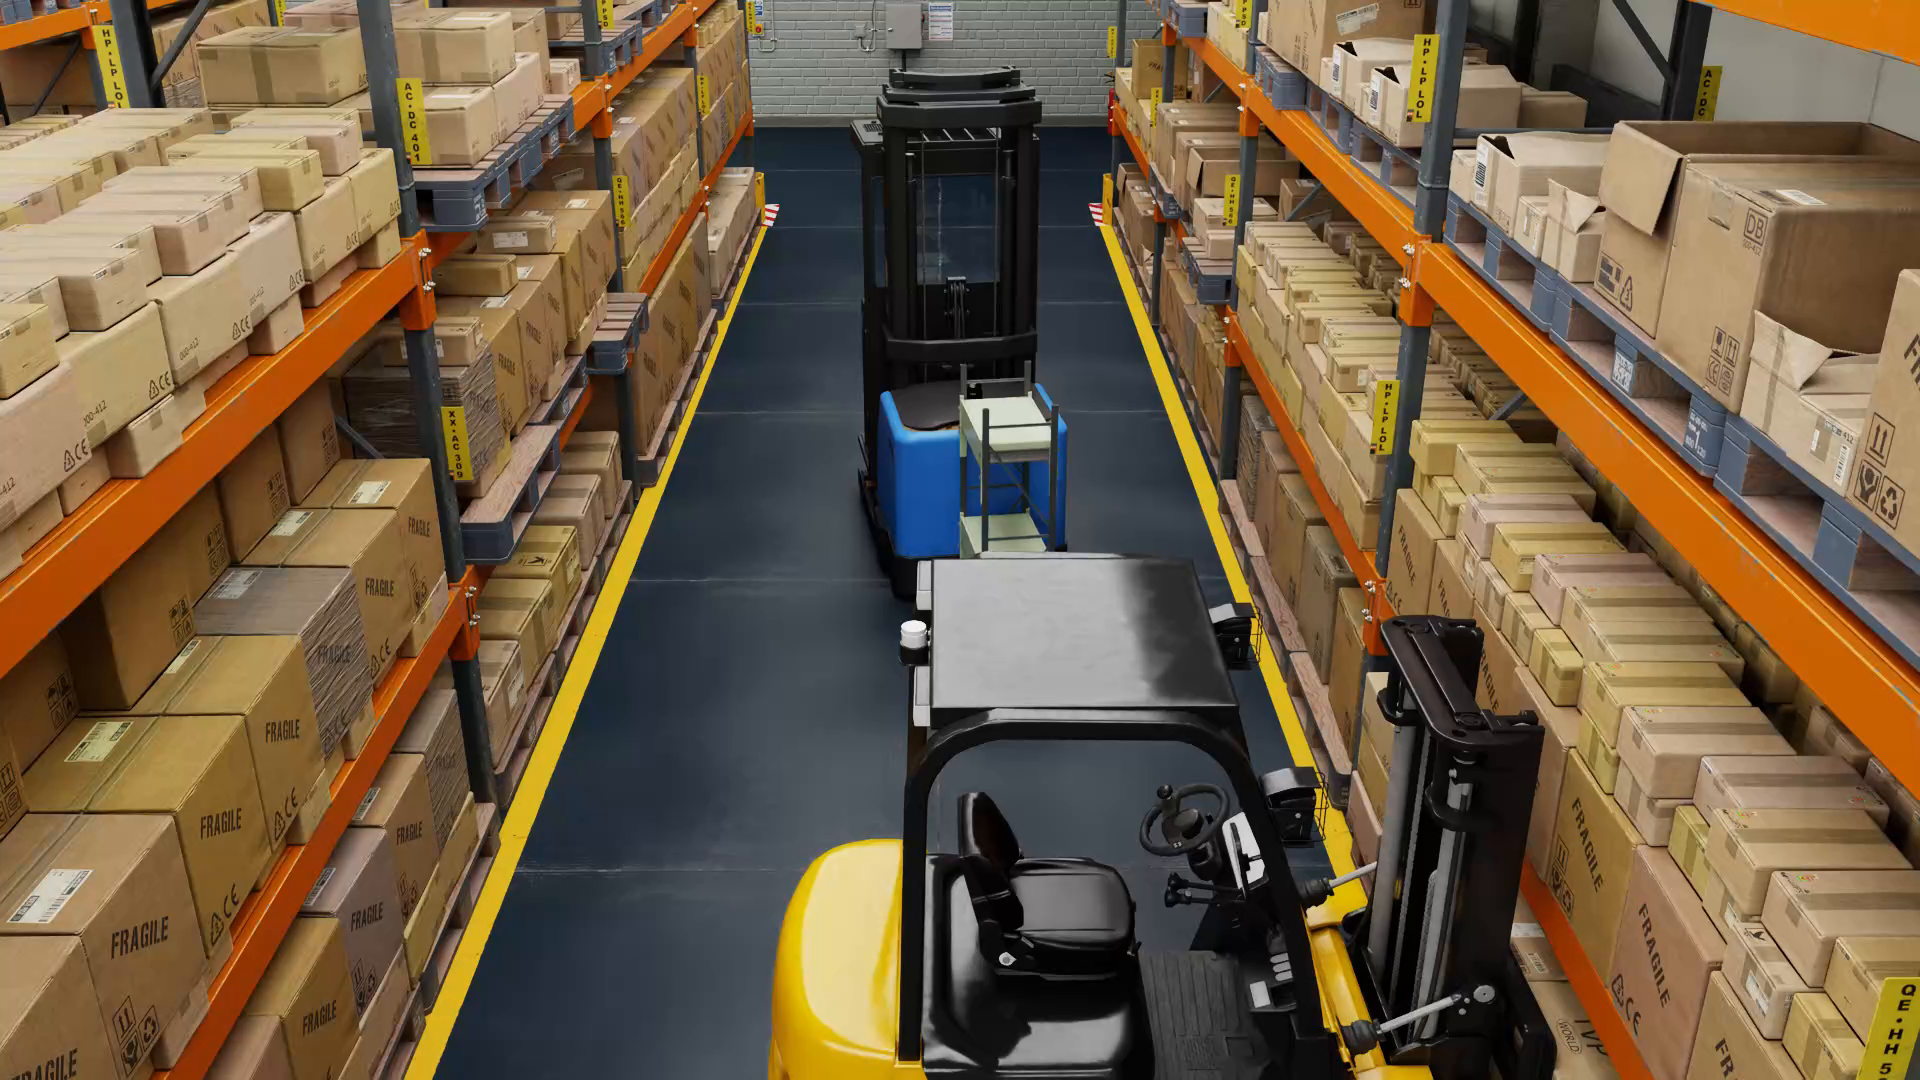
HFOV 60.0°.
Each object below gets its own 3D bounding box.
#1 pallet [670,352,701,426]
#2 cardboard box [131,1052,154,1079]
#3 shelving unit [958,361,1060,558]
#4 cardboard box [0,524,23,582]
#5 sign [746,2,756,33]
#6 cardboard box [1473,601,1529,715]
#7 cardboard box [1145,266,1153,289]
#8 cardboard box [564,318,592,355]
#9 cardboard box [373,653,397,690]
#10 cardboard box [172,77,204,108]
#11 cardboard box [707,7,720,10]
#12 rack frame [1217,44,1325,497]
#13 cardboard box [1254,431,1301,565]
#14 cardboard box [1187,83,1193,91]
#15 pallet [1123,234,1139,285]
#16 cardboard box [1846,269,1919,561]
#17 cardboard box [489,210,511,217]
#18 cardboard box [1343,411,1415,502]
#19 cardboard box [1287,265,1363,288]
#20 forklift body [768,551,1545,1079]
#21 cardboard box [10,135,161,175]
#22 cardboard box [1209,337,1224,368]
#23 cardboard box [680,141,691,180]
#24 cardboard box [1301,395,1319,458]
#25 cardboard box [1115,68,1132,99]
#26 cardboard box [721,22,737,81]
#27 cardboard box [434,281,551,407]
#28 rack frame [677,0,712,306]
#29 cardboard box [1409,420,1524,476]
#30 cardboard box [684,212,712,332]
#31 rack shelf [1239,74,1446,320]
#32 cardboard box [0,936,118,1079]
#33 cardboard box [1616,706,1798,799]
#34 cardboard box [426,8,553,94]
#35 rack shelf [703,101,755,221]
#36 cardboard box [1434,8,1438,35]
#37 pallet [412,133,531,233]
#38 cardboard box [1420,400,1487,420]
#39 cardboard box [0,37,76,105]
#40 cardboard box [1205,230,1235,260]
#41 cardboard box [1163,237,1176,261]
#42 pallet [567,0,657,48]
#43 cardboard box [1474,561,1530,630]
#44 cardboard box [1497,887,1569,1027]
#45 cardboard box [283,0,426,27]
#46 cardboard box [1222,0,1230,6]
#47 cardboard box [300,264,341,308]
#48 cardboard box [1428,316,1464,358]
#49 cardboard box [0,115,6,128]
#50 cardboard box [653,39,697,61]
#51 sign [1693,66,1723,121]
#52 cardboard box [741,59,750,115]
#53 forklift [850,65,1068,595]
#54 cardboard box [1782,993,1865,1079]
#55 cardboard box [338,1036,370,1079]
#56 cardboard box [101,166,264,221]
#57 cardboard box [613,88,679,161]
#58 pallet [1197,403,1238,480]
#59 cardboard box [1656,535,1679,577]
[{"bbox_3d":[-2.635,-1.206,13.160,1.003,0.211,1.213,0,24,-1],"label":"pallet"},{"bbox_3d":[-2.340,1.407,4.304,0.380,0.149,0.250,-1,24,-2],"label":"cardboard box"},{"bbox_3d":[0.257,-0.157,9.278,0.431,1.500,0.755,-4,25,-8],"label":"shelving unit"},{"bbox_3d":[-2.344,0.039,3.688,0.380,0.149,0.250,0,24,1],"label":"cardboard box"},{"bbox_3d":[-2.236,-5.578,17.751,0.100,0.325,0.005,0,24,-1],"label":"sign"},{"bbox_3d":[2.088,0.537,5.802,0.500,0.500,0.500,0,24,-1],"label":"cardboard box"},{"bbox_3d":[1.929,-2.442,15.460,0.380,0.149,0.250,-1,24,-2],"label":"cardboard box"},{"bbox_3d":[-2.318,-1.161,9.473,0.380,0.149,0.250,0,24,0],"label":"cardboard box"},{"bbox_3d":[-2.405,0.455,6.409,0.380,0.149,0.250,0,24,0],"label":"cardboard box"},{"bbox_3d":[-7.419,-4.032,15.542,0.500,0.500,0.500,-1,24,-2],"label":"cardboard box"},{"bbox_3d":[-2.567,-5.173,16.426,0.380,0.149,0.250,0,24,-1],"label":"cardboard box"},{"bbox_3d":[2.272,-1.673,10.810,1.000,3.000,0.127,0,24,-1],"label":"rack frame"},{"bbox_3d":[2.280,-0.256,10.049,0.875,0.625,0.625,1,24,1],"label":"cardboard box"},{"bbox_3d":[2.460,-4.432,16.731,0.500,0.250,0.500,1,24,1],"label":"cardboard box"},{"bbox_3d":[2.206,-2.838,16.769,1.003,0.211,1.213,0,24,-1],"label":"pallet"},{"bbox_3d":[2.111,-0.207,3.176,0.500,0.500,0.500,1,24,1],"label":"cardboard box"},{"bbox_3d":[-2.905,-1.621,9.702,0.500,0.500,0.500,1,24,2],"label":"cardboard box"},{"bbox_3d":[2.055,-0.386,7.538,0.500,0.250,0.500,-1,24,-2],"label":"cardboard box"},{"bbox_3d":[2.062,-1.455,9.419,0.380,0.149,0.250,0,24,0],"label":"cardboard box"},{"bbox_3d":[0.514,1.237,5.406,2.313,2.155,1.214,0,24,-1],"label":"forklift body"},{"bbox_3d":[-2.945,-1.270,5.615,0.380,0.149,0.250,-1,24,-2],"label":"cardboard box"},{"bbox_3d":[1.979,-1.336,11.801,0.380,0.149,0.250,-1,24,-3],"label":"cardboard box"},{"bbox_3d":[-2.474,-3.071,13.475,0.500,0.250,0.500,0,24,1],"label":"cardboard box"},{"bbox_3d":[2.063,-0.575,8.564,0.500,0.250,0.500,0,24,0],"label":"cardboard box"},{"bbox_3d":[1.920,-4.849,17.652,0.500,0.250,0.500,0,24,0],"label":"cardboard box"},{"bbox_3d":[-2.498,-4.831,16.456,0.500,0.500,0.500,0,24,-1],"label":"cardboard box"},{"bbox_3d":[-2.364,-0.978,8.281,0.500,0.500,0.500,0,24,-1],"label":"cardboard box"},{"bbox_3d":[-2.735,-3.298,14.401,1.000,3.000,0.127,0,24,-1],"label":"rack frame"},{"bbox_3d":[2.022,-0.369,6.657,0.380,0.149,0.250,0,24,1],"label":"cardboard box"},{"bbox_3d":[-2.648,-2.266,14.189,0.875,0.875,0.875,0,24,1],"label":"cardboard box"},{"bbox_3d":[2.294,-1.888,8.518,1.077,0.370,4.000,0,24,-1],"label":"rack shelf"},{"bbox_3d":[-2.332,1.269,3.821,0.500,0.500,0.500,-1,24,-1],"label":"cardboard box"},{"bbox_3d":[2.039,0.581,4.556,0.380,0.149,0.250,0,24,1],"label":"cardboard box"},{"bbox_3d":[-2.691,-2.671,9.255,0.700,0.500,0.500,0,24,-1],"label":"cardboard box"},{"bbox_3d":[-2.757,-3.794,16.372,1.077,0.370,4.000,0,24,-1],"label":"rack shelf"},{"bbox_3d":[2.536,-2.911,9.458,0.500,0.250,0.500,0,24,-1],"label":"cardboard box"},{"bbox_3d":[-2.548,-1.537,7.097,1.213,0.211,1.003,0,24,-1],"label":"pallet"},{"bbox_3d":[2.090,-0.506,7.320,0.380,0.149,0.250,1,24,1],"label":"cardboard box"},{"bbox_3d":[-7.959,-4.063,14.398,0.500,0.500,0.500,-1,24,-2],"label":"cardboard box"},{"bbox_3d":[1.881,-2.019,11.370,0.380,0.149,0.250,0,24,0],"label":"cardboard box"},{"bbox_3d":[1.966,-2.521,14.420,0.380,0.149,0.250,1,24,2],"label":"cardboard box"},{"bbox_3d":[-2.767,-3.656,11.783,1.003,0.211,1.213,1,24,2],"label":"pallet"},{"bbox_3d":[2.021,0.190,5.781,0.380,0.149,0.250,0,24,-1],"label":"cardboard box"},{"bbox_3d":[2.018,1.414,5.598,0.500,0.250,0.500,-1,24,-2],"label":"cardboard box"},{"bbox_3d":[-2.815,-2.377,7.792,0.500,0.250,0.500,0,24,0],"label":"cardboard box"},{"bbox_3d":[2.040,-3.829,11.634,0.380,0.149,0.250,0,24,1],"label":"cardboard box"},{"bbox_3d":[-2.398,-0.915,5.798,0.380,0.149,0.250,0,24,0],"label":"cardboard box"},{"bbox_3d":[2.565,-1.038,8.496,0.380,0.149,0.250,0,24,-1],"label":"cardboard box"},{"bbox_3d":[-8.139,-3.417,13.739,0.380,0.149,0.250,1,24,2],"label":"cardboard box"},{"bbox_3d":[-2.479,-4.226,14.331,0.380,0.149,0.250,-1,24,-1],"label":"cardboard box"},{"bbox_3d":[2.871,-1.667,6.431,0.100,0.325,0.005,0,24,-1],"label":"sign"},{"bbox_3d":[-2.509,-4.794,17.588,0.500,0.500,0.500,0,24,0],"label":"cardboard box"},{"bbox_3d":[-0.098,-1.589,10.707,1.130,2.935,3.031,-4,25,-8],"label":"forklift"},{"bbox_3d":[2.075,1.140,3.680,0.380,0.149,0.250,0,24,0],"label":"cardboard box"},{"bbox_3d":[-2.353,1.940,5.648,0.500,0.250,0.500,1,24,3],"label":"cardboard box"},{"bbox_3d":[-2.399,-1.058,5.146,0.380,0.149,0.250,-1,24,-2],"label":"cardboard box"},{"bbox_3d":[-2.480,-3.194,12.837,0.500,0.500,0.500,0,24,1],"label":"cardboard box"},{"bbox_3d":[2.302,-0.711,12.065,1.003,0.211,1.213,0,24,-1],"label":"pallet"},{"bbox_3d":[2.647,0.051,5.728,0.380,0.149,0.250,-1,24,-1],"label":"cardboard box"}]
